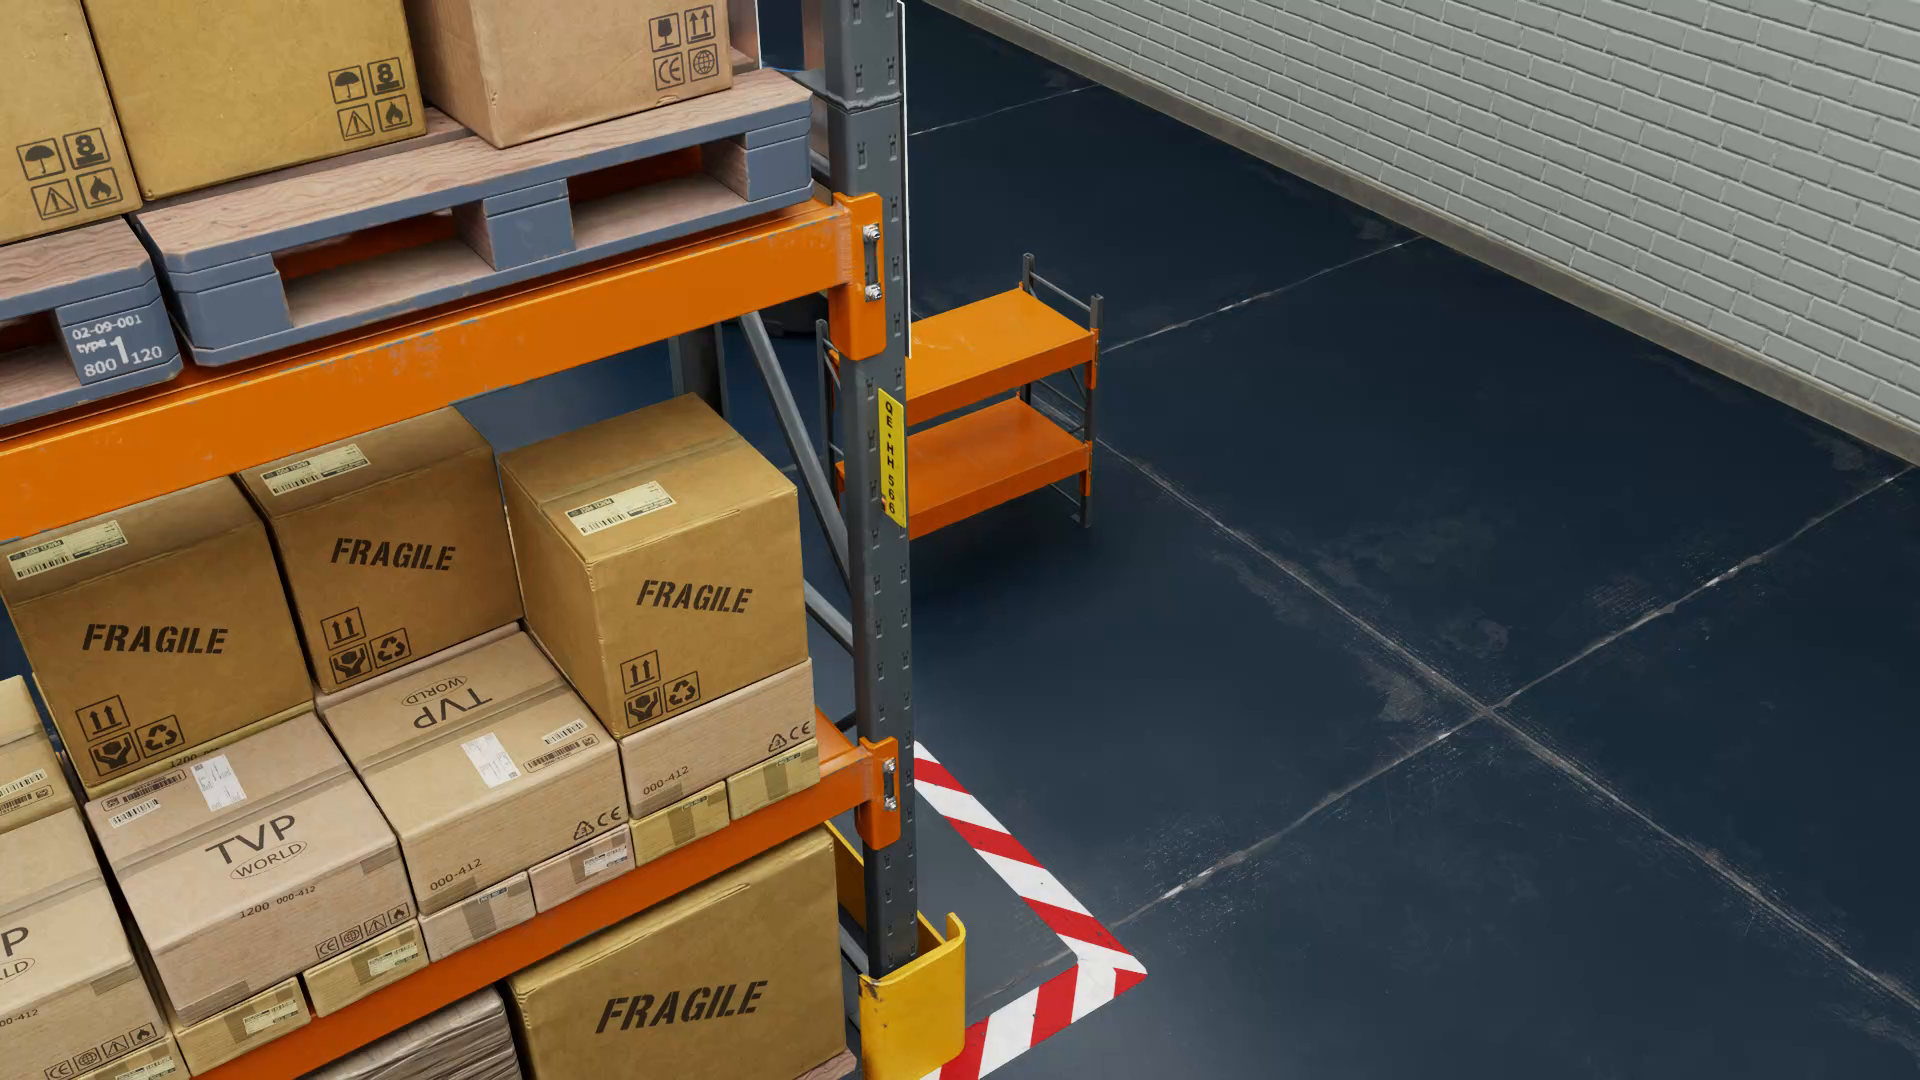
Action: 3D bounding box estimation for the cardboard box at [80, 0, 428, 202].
[{"bbox_3d":[-1.379,-1.017,2.995,0.500,0.500,0.700,-24,42,-29],"label":"cardboard box"}]

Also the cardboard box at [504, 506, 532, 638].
[{"bbox_3d":[-1.003,0.093,4.425,0.500,0.250,0.500,-24,42,-29],"label":"cardboard box"}]

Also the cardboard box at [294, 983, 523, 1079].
[{"bbox_3d":[-1.676,1.372,4.233,0.875,0.875,0.875,-22,41,-28],"label":"cardboard box"}]

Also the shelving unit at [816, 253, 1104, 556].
[{"bbox_3d":[0.006,-0.459,6.925,1.048,1.125,0.538,-22,41,-28],"label":"shelving unit"}]

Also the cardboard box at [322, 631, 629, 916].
[{"bbox_3d":[-1.113,0.521,3.831,0.500,0.250,0.500,-23,42,-29],"label":"cardboard box"}]

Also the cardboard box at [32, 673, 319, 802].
[{"bbox_3d":[-1.837,0.439,3.945,0.500,0.250,0.500,-24,42,-29],"label":"cardboard box"}]

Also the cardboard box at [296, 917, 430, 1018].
[{"bbox_3d":[-1.391,0.844,3.723,0.250,0.149,0.380,-23,42,-29],"label":"cardboard box"}]

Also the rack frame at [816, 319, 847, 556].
[{"bbox_3d":[-0.410,-0.288,6.687,0.032,1.125,0.500,-22,41,-28],"label":"rack frame"}]

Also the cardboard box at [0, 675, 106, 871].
[{"bbox_3d":[-2.260,0.617,3.697,0.500,0.250,0.500,-23,42,-29],"label":"cardboard box"}]

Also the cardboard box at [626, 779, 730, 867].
[{"bbox_3d":[-0.768,0.588,4.079,0.250,0.149,0.380,-22,41,-27],"label":"cardboard box"}]

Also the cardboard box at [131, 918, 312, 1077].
[{"bbox_3d":[-1.602,0.931,3.601,0.250,0.149,0.380,-22,41,-28],"label":"cardboard box"}]

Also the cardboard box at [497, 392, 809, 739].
[{"bbox_3d":[-0.702,0.046,3.849,0.500,0.500,0.500,-22,41,-27],"label":"cardboard box"}]

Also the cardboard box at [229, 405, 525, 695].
[{"bbox_3d":[-1.412,-0.043,3.972,0.500,0.500,0.500,-23,42,-29],"label":"cardboard box"}]

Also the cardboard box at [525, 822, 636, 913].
[{"bbox_3d":[-0.975,0.672,3.962,0.250,0.149,0.380,-22,41,-28],"label":"cardboard box"}]

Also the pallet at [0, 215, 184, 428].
[{"bbox_3d":[-2.054,-0.394,2.736,1.213,0.211,1.003,-22,41,-28],"label":"pallet"}]

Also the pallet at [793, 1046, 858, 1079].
[{"bbox_3d":[-1.064,1.559,4.902,1.213,0.211,1.003,-22,41,-28],"label":"pallet"}]

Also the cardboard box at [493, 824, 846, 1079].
[{"bbox_3d":[-0.932,1.066,4.659,0.875,0.875,0.875,-22,41,-28],"label":"cardboard box"}]

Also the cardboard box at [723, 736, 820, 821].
[{"bbox_3d":[-0.557,0.500,4.202,0.250,0.149,0.380,-22,41,-27],"label":"cardboard box"}]

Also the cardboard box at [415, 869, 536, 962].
[{"bbox_3d":[-1.179,0.756,3.846,0.250,0.149,0.380,-22,41,-27],"label":"cardboard box"}]

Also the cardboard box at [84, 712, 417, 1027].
[{"bbox_3d":[-1.529,0.692,3.592,0.500,0.250,0.500,-24,42,-29],"label":"cardboard box"}]

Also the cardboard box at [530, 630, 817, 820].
[{"bbox_3d":[-0.698,0.350,4.067,0.500,0.250,0.500,-23,42,-29],"label":"cardboard box"}]

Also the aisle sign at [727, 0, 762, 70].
[{"bbox_3d":[-0.569,-1.102,3.987,0.004,0.787,0.394,-22,41,-28],"label":"aisle sign"}]

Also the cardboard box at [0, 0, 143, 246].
[{"bbox_3d":[-1.774,-0.820,2.721,0.500,0.500,0.700,-25,43,-31],"label":"cardboard box"}]

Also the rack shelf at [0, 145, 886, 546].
[{"bbox_3d":[-2.090,-0.132,2.912,4.000,0.370,1.077,-22,41,-28],"label":"rack shelf"}]

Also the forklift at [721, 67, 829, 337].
[{"bbox_3d":[-2.008,-2.763,8.582,3.031,2.935,1.130,11,37,15],"label":"forklift"}]

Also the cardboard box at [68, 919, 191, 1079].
[{"bbox_3d":[-1.806,1.014,3.487,0.250,0.149,0.380,-22,41,-27],"label":"cardboard box"}]

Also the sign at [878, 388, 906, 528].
[{"bbox_3d":[-0.154,-0.182,3.739,0.005,0.325,0.100,-22,41,-28],"label":"sign"}]

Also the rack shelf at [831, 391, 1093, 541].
[{"bbox_3d":[0.006,-0.260,7.067,1.000,0.278,0.538,-22,41,-28],"label":"rack shelf"}]

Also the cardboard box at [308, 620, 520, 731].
[{"bbox_3d":[-1.424,0.271,4.177,0.500,0.250,0.500,-23,42,-28],"label":"cardboard box"}]

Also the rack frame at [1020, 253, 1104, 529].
[{"bbox_3d":[0.421,-0.630,7.162,0.032,1.125,0.500,-22,41,-28],"label":"rack frame"}]

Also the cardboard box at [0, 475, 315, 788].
[{"bbox_3d":[-1.832,0.134,3.726,0.500,0.500,0.500,-24,42,-29],"label":"cardboard box"}]

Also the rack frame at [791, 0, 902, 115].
[{"bbox_3d":[-0.455,-2.315,2.762,0.127,3.000,1.000,-22,41,-28],"label":"rack frame"}]

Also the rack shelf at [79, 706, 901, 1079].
[{"bbox_3d":[-2.090,1.085,3.788,4.000,0.370,1.077,-22,41,-28],"label":"rack shelf"}]

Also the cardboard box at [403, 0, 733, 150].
[{"bbox_3d":[-0.849,-1.148,3.178,0.500,0.500,0.700,-25,43,-30],"label":"cardboard box"}]

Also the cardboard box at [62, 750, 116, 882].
[{"bbox_3d":[-1.985,0.618,4.037,0.250,0.149,0.380,-23,42,-28],"label":"cardboard box"}]

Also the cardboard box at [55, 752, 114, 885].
[{"bbox_3d":[-2.192,0.703,3.919,0.250,0.149,0.380,-23,42,-29],"label":"cardboard box"}]

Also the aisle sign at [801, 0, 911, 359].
[{"bbox_3d":[-0.224,-0.816,3.589,0.004,0.787,0.394,-22,41,-28],"label":"aisle sign"}]

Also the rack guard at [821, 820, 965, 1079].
[{"bbox_3d":[-0.436,1.127,5.254,0.348,0.500,1.175,-22,41,-28],"label":"rack guard"}]

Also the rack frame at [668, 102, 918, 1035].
[{"bbox_3d":[-0.455,0.121,4.513,0.127,3.000,1.000,-22,41,-28],"label":"rack frame"}]

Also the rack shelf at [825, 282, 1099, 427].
[{"bbox_3d":[0.006,-0.697,6.754,1.000,0.278,0.538,-22,41,-28],"label":"rack shelf"}]

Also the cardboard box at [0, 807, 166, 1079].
[{"bbox_3d":[-1.953,0.869,3.346,0.500,0.250,0.500,-22,41,-28],"label":"cardboard box"}]

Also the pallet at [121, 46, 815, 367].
[{"bbox_3d":[-1.056,-0.807,3.309,1.213,0.211,1.003,-22,41,-28],"label":"pallet"}]
